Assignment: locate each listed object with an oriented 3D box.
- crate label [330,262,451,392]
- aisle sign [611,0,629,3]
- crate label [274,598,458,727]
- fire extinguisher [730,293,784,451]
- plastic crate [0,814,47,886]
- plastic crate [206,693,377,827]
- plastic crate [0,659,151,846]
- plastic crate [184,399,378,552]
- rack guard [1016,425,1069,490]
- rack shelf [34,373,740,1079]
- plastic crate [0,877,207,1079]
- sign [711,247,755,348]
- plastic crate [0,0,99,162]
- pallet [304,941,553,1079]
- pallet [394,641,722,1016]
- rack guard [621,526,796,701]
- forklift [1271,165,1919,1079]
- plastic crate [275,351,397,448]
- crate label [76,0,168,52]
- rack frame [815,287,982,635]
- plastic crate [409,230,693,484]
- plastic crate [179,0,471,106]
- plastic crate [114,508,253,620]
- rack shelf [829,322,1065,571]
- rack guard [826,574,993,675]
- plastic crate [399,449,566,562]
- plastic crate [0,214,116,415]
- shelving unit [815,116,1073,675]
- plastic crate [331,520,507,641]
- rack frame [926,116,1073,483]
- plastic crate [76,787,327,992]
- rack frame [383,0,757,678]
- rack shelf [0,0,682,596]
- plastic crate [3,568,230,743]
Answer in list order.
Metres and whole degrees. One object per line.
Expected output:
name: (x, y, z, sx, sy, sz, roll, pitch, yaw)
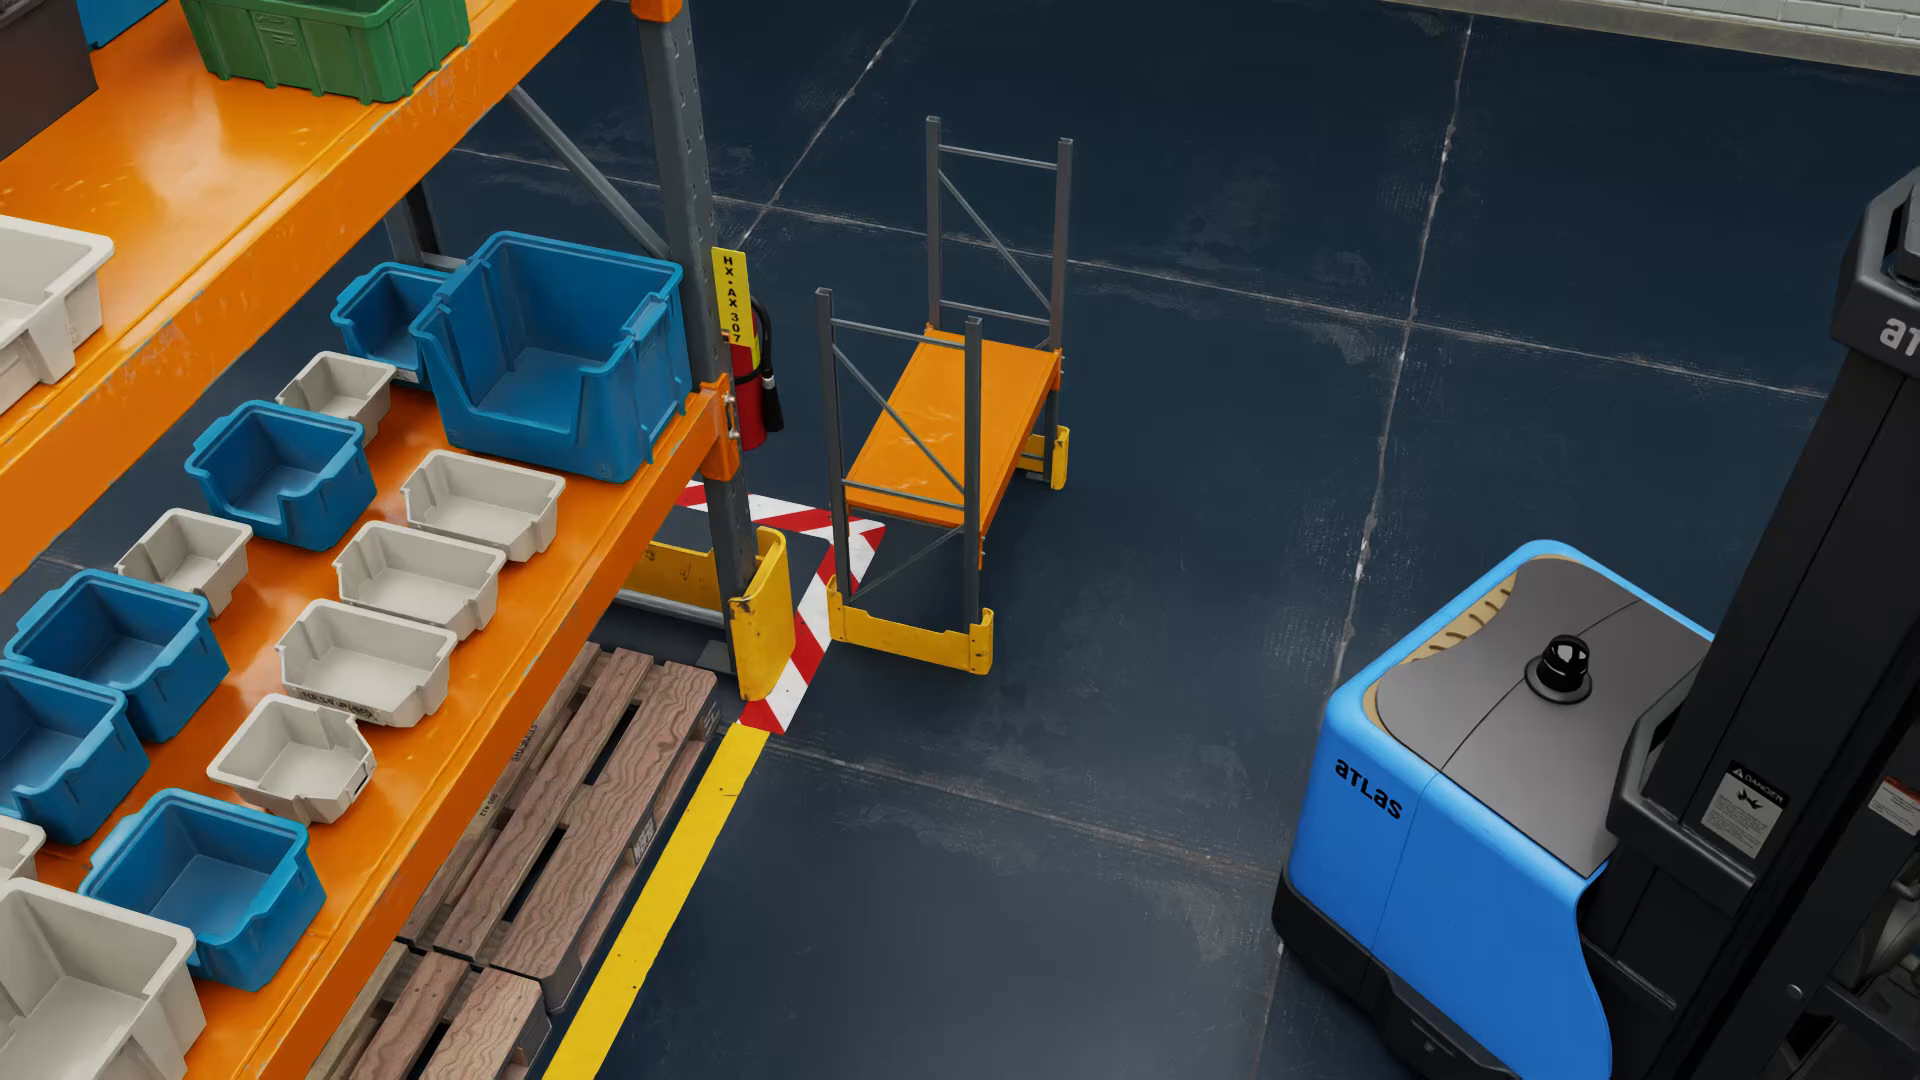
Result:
crate label: (-1.556, -0.595, 4.790, 0.416, 0.233, 0.303, 13, 46, 13)
aisle sign: (-0.866, -1.643, 3.926, 0.394, 0.787, 0.004, 13, 46, 13)
crate label: (-1.404, 0.308, 3.937, 0.396, 0.136, 0.243, 13, 46, 13)
fire extinguisher: (-0.688, -0.571, 5.011, 0.296, 0.674, 0.183, 13, 46, 13)
plastic crate: (-2.138, 0.787, 3.447, 0.293, 0.136, 0.466, 13, 46, 13)
plastic crate: (-1.476, 0.509, 3.731, 0.298, 0.136, 0.250, 13, 46, 13)
plastic crate: (-2.045, 0.483, 3.689, 0.416, 0.233, 0.300, 13, 46, 13)
plastic crate: (-1.755, -0.156, 4.342, 0.416, 0.233, 0.300, 13, 46, 13)
rack guard: (0.128, -0.371, 6.450, 0.587, 0.250, 0.087, 13, 46, 12)
rack shelf: (-1.773, 0.862, 3.739, 1.077, 0.370, 4.000, 13, 46, 13)
plastic crate: (-1.741, 0.980, 3.145, 0.437, 0.282, 0.530, 13, 46, 13)
sign: (-0.638, -0.681, 4.684, 0.100, 0.325, 0.005, 13, 46, 13)
plastic crate: (-1.892, -0.818, 2.841, 0.504, 0.338, 0.767, 13, 46, 13)
pallet: (-1.825, 1.621, 4.443, 1.003, 0.211, 1.213, 13, 46, 13)
pallet: (-1.454, 0.810, 5.271, 1.003, 0.211, 1.213, 13, 46, 13)
rack guard: (-1.172, 0.147, 5.743, 1.175, 0.500, 0.348, 13, 46, 13)
forklift: (2.282, 0.691, 3.449, 1.130, 2.935, 3.031, -31, 52, -28)
plastic crate: (-1.732, -0.364, 4.623, 0.250, 0.136, 0.298, 13, 46, 13)
crate label: (-1.755, -1.200, 3.294, 0.408, 0.251, 0.502, 13, 46, 13)
rack frame: (-0.180, -0.140, 5.321, 0.500, 1.500, 0.032, 13, 46, 12)
plastic crate: (-1.091, -0.499, 4.547, 0.616, 0.435, 0.499, 13, 46, 13)
plastic crate: (-1.194, -1.006, 3.141, 0.450, 0.188, 0.336, 13, 46, 13)
plastic crate: (-1.937, 0.088, 4.161, 0.250, 0.136, 0.298, 13, 46, 13)
rack shelf: (-0.026, -0.351, 5.793, 0.538, 0.185, 1.000, 13, 46, 12)
rack guard: (-0.174, 0.293, 5.771, 0.587, 0.250, 0.087, 13, 46, 12)
plastic crate: (-1.242, -0.073, 4.326, 0.396, 0.136, 0.243, 13, 46, 13)
plastic crate: (-1.556, -0.276, 2.431, 0.437, 0.136, 0.530, 13, 46, 13)
shelving unit: (-0.023, -0.485, 5.673, 0.587, 1.500, 1.083, 13, 46, 12)
plastic crate: (-1.343, 0.117, 4.132, 0.396, 0.136, 0.243, 13, 46, 13)
rack frame: (0.128, -0.818, 6.014, 0.500, 1.500, 0.032, 13, 46, 12)
plastic crate: (-1.545, 0.734, 3.432, 0.416, 0.233, 0.300, 13, 46, 13)
rack frame: (-1.167, -0.728, 4.849, 1.000, 3.000, 0.127, 13, 46, 13)
rack shelf: (-1.773, -0.210, 2.689, 1.077, 0.370, 4.000, 13, 46, 13)
plastic crate: (-1.954, 0.283, 3.893, 0.416, 0.233, 0.300, 13, 46, 13)
